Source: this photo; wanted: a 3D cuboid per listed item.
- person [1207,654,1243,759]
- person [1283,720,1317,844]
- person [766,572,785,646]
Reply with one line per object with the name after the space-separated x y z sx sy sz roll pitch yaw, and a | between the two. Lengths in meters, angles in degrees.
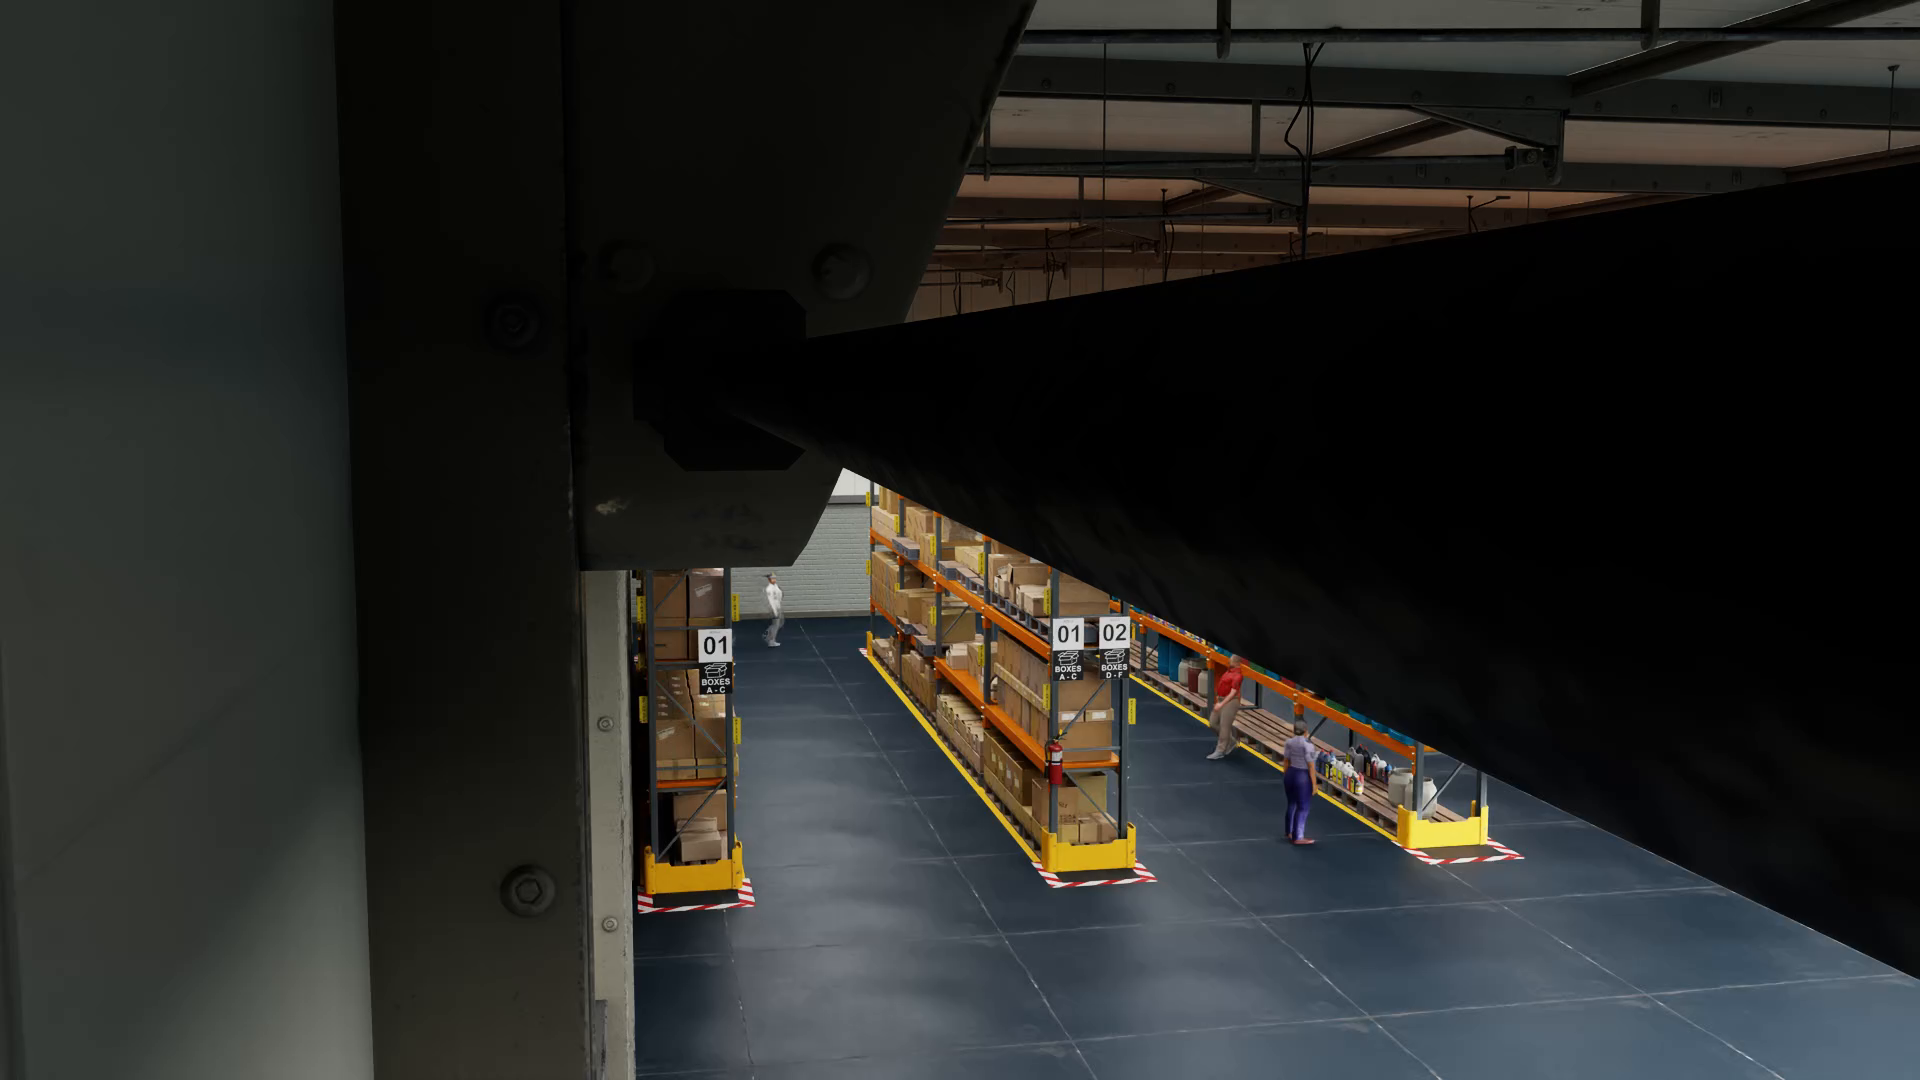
4.263 2.683 26.886 0.624 1.701 0.621 -2 6 -19 | person
4.552 3.228 22.124 0.443 1.686 0.540 -4 7 -34 | person
-4.167 1.556 37.545 0.432 1.674 0.502 -1 6 -9 | person
